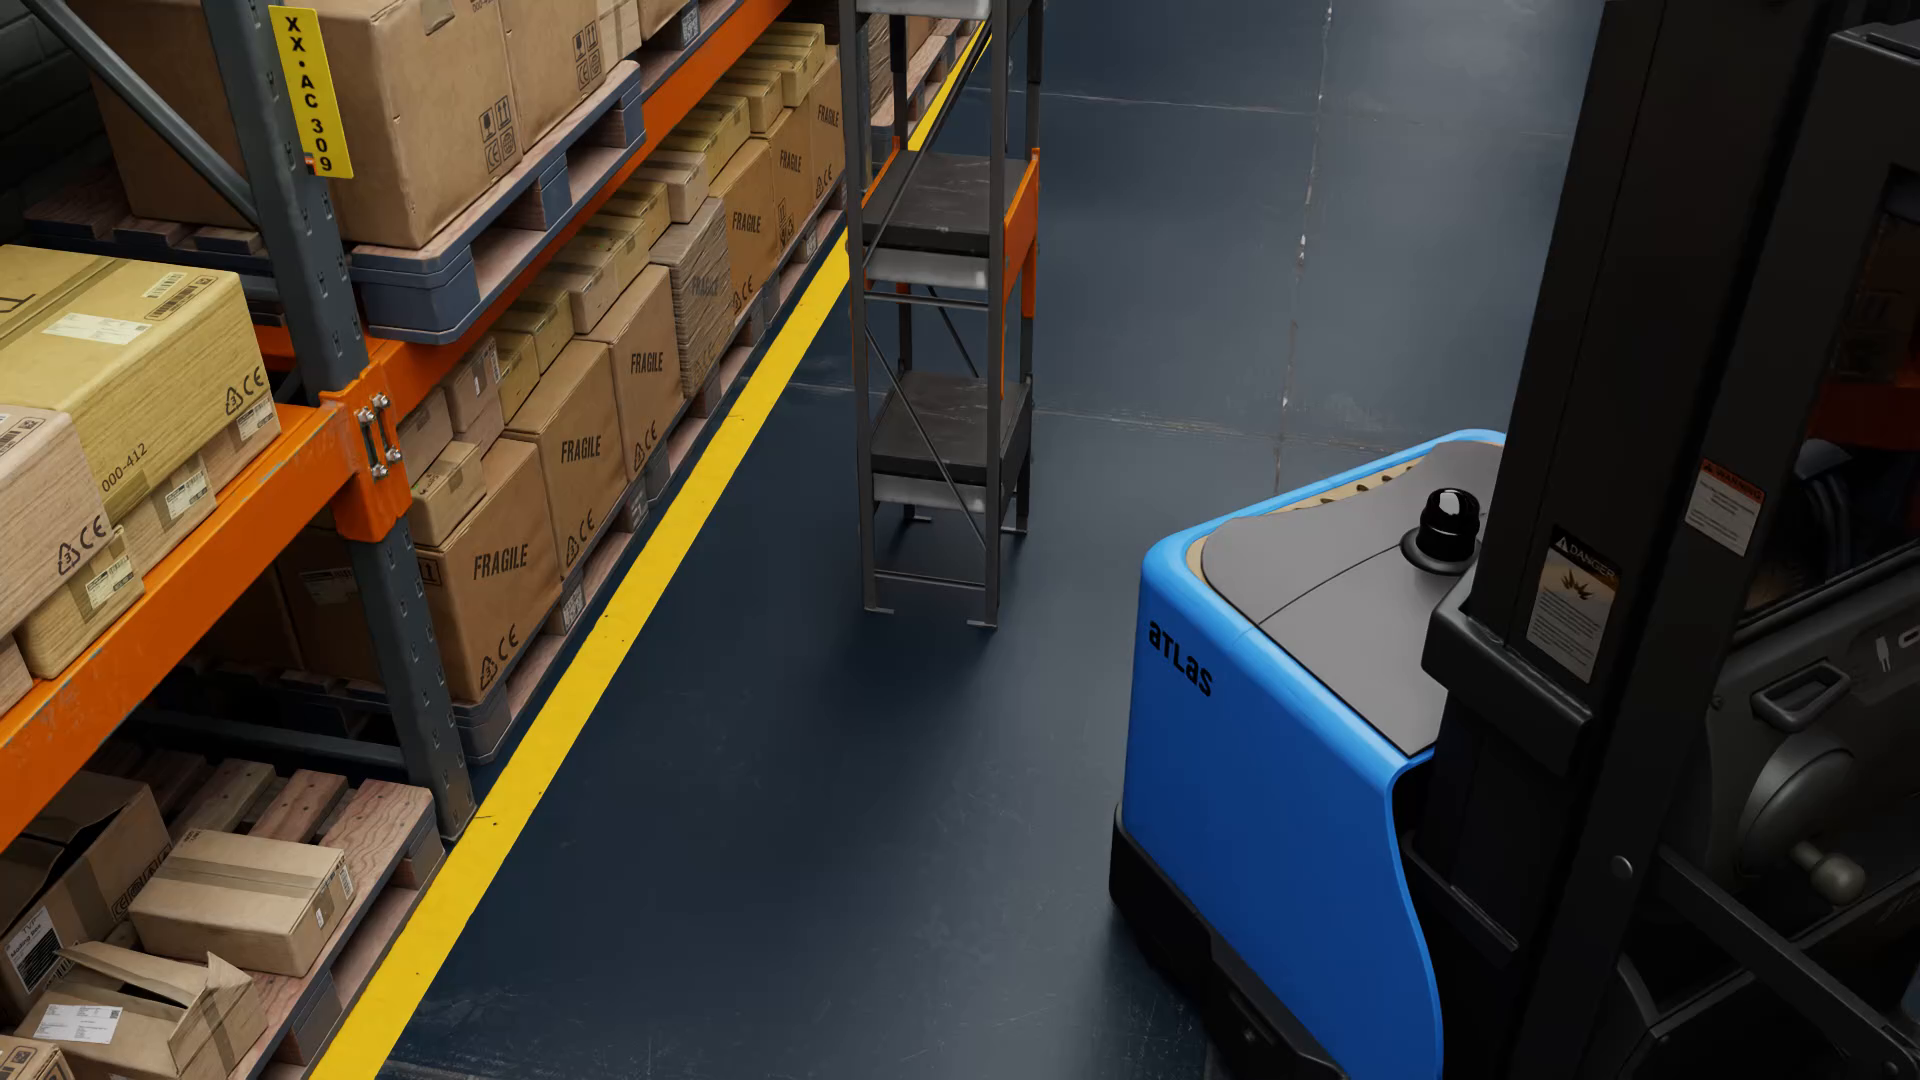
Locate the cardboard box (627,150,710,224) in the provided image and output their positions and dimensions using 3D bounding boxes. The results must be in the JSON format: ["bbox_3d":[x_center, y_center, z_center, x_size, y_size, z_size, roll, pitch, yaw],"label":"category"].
[{"bbox_3d":[-1.059,-1.187,5.552,0.380,0.149,0.250,6,36,8],"label":"cardboard box"}]

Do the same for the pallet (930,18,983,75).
[{"bbox_3d":[-0.414,-2.874,9.035,1.003,0.211,1.213,7,37,10],"label":"pallet"}]

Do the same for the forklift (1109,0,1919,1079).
[{"bbox_3d":[1.532,0.296,2.344,1.130,2.935,3.031,-19,40,-24],"label":"forklift"}]

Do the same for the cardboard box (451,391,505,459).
[{"bbox_3d":[-1.425,-0.306,4.336,0.380,0.149,0.250,6,36,9],"label":"cardboard box"}]

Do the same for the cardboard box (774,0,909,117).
[{"bbox_3d":[-0.744,-2.403,7.675,0.875,0.625,0.625,8,37,11],"label":"cardboard box"}]

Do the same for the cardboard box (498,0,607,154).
[{"bbox_3d":[-1.312,-1.302,4.047,0.700,0.500,0.500,8,37,10],"label":"cardboard box"}]

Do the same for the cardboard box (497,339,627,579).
[{"bbox_3d":[-1.317,-0.259,4.823,0.500,0.500,0.500,7,36,9],"label":"cardboard box"}]

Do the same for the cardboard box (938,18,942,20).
[{"bbox_3d":[-0.468,-3.164,8.726,0.875,0.625,0.625,6,36,8],"label":"cardboard box"}]

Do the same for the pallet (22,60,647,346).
[{"bbox_3d":[-1.467,-0.912,4.116,1.003,0.211,1.213,7,37,10],"label":"pallet"}]

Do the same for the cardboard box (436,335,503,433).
[{"bbox_3d":[-1.399,-0.413,4.230,0.380,0.149,0.250,6,36,8],"label":"cardboard box"}]

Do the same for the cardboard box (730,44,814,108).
[{"bbox_3d":[-0.776,-1.784,6.374,0.380,0.149,0.250,6,36,8],"label":"cardboard box"}]

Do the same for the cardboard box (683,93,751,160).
[{"bbox_3d":[-0.976,-1.493,5.973,0.380,0.149,0.250,8,37,11],"label":"cardboard box"}]

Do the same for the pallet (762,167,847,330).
[{"bbox_3d":[-1.087,-1.286,6.844,1.003,0.211,1.213,7,37,10],"label":"pallet"}]

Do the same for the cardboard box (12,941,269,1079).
[{"bbox_3d":[-1.653,0.953,3.351,0.396,0.266,0.258,9,37,12],"label":"cardboard box"}]

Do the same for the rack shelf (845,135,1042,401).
[{"bbox_3d":[-0.035,-0.744,4.511,0.431,0.518,0.480,7,37,10],"label":"rack shelf"}]

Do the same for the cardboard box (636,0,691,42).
[{"bbox_3d":[-1.145,-1.752,4.668,0.700,0.500,0.500,7,37,10],"label":"cardboard box"}]

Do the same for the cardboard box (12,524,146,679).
[{"bbox_3d":[-1.632,0.075,2.804,0.380,0.149,0.250,8,37,11],"label":"cardboard box"}]

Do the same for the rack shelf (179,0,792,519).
[{"bbox_3d":[-1.317,-1.400,5.239,1.077,0.370,4.000,7,37,10],"label":"rack shelf"}]

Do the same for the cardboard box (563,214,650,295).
[{"bbox_3d":[-1.190,-0.894,5.147,0.380,0.149,0.250,9,37,12],"label":"cardboard box"}]

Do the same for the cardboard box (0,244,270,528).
[{"bbox_3d":[-1.615,-0.282,2.958,0.500,0.250,0.500,8,37,11],"label":"cardboard box"}]

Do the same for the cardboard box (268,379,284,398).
[{"bbox_3d":[-1.897,-0.364,4.416,0.380,0.149,0.250,7,37,10],"label":"cardboard box"}]

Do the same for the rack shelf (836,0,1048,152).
[{"bbox_3d":[-0.035,-1.311,4.100,0.431,0.518,0.480,7,37,10],"label":"rack shelf"}]

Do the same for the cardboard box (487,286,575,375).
[{"bbox_3d":[-1.336,-0.614,4.760,0.380,0.149,0.250,7,36,9],"label":"cardboard box"}]

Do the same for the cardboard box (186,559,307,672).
[{"bbox_3d":[-1.929,-0.022,4.496,0.500,0.500,0.500,7,37,10],"label":"cardboard box"}]

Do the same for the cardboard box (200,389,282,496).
[{"bbox_3d":[-1.566,-0.229,3.224,0.380,0.149,0.250,8,37,11],"label":"cardboard box"}]

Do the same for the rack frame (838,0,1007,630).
[{"bbox_3d":[-0.087,-0.615,4.310,0.400,2.100,0.015,7,37,10],"label":"rack frame"}]

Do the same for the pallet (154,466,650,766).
[{"bbox_3d":[-1.608,0.113,4.914,1.003,0.211,1.213,7,37,10],"label":"pallet"}]

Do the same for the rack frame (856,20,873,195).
[{"bbox_3d":[-0.890,-2.838,6.610,1.000,3.000,0.127,7,37,10],"label":"rack frame"}]

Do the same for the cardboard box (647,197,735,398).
[{"bbox_3d":[-1.090,-0.841,5.626,0.500,0.500,0.500,6,36,8],"label":"cardboard box"}]

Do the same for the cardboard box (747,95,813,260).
[{"bbox_3d":[-0.888,-1.441,6.455,0.500,0.500,0.500,7,36,9],"label":"cardboard box"}]

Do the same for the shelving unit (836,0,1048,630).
[{"bbox_3d":[-0.035,-0.755,4.503,0.431,2.100,0.503,7,37,10],"label":"shelving unit"}]

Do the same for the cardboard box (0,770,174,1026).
[{"bbox_3d":[-2.117,0.723,3.630,0.500,0.311,0.500,9,37,12],"label":"cardboard box"}]
